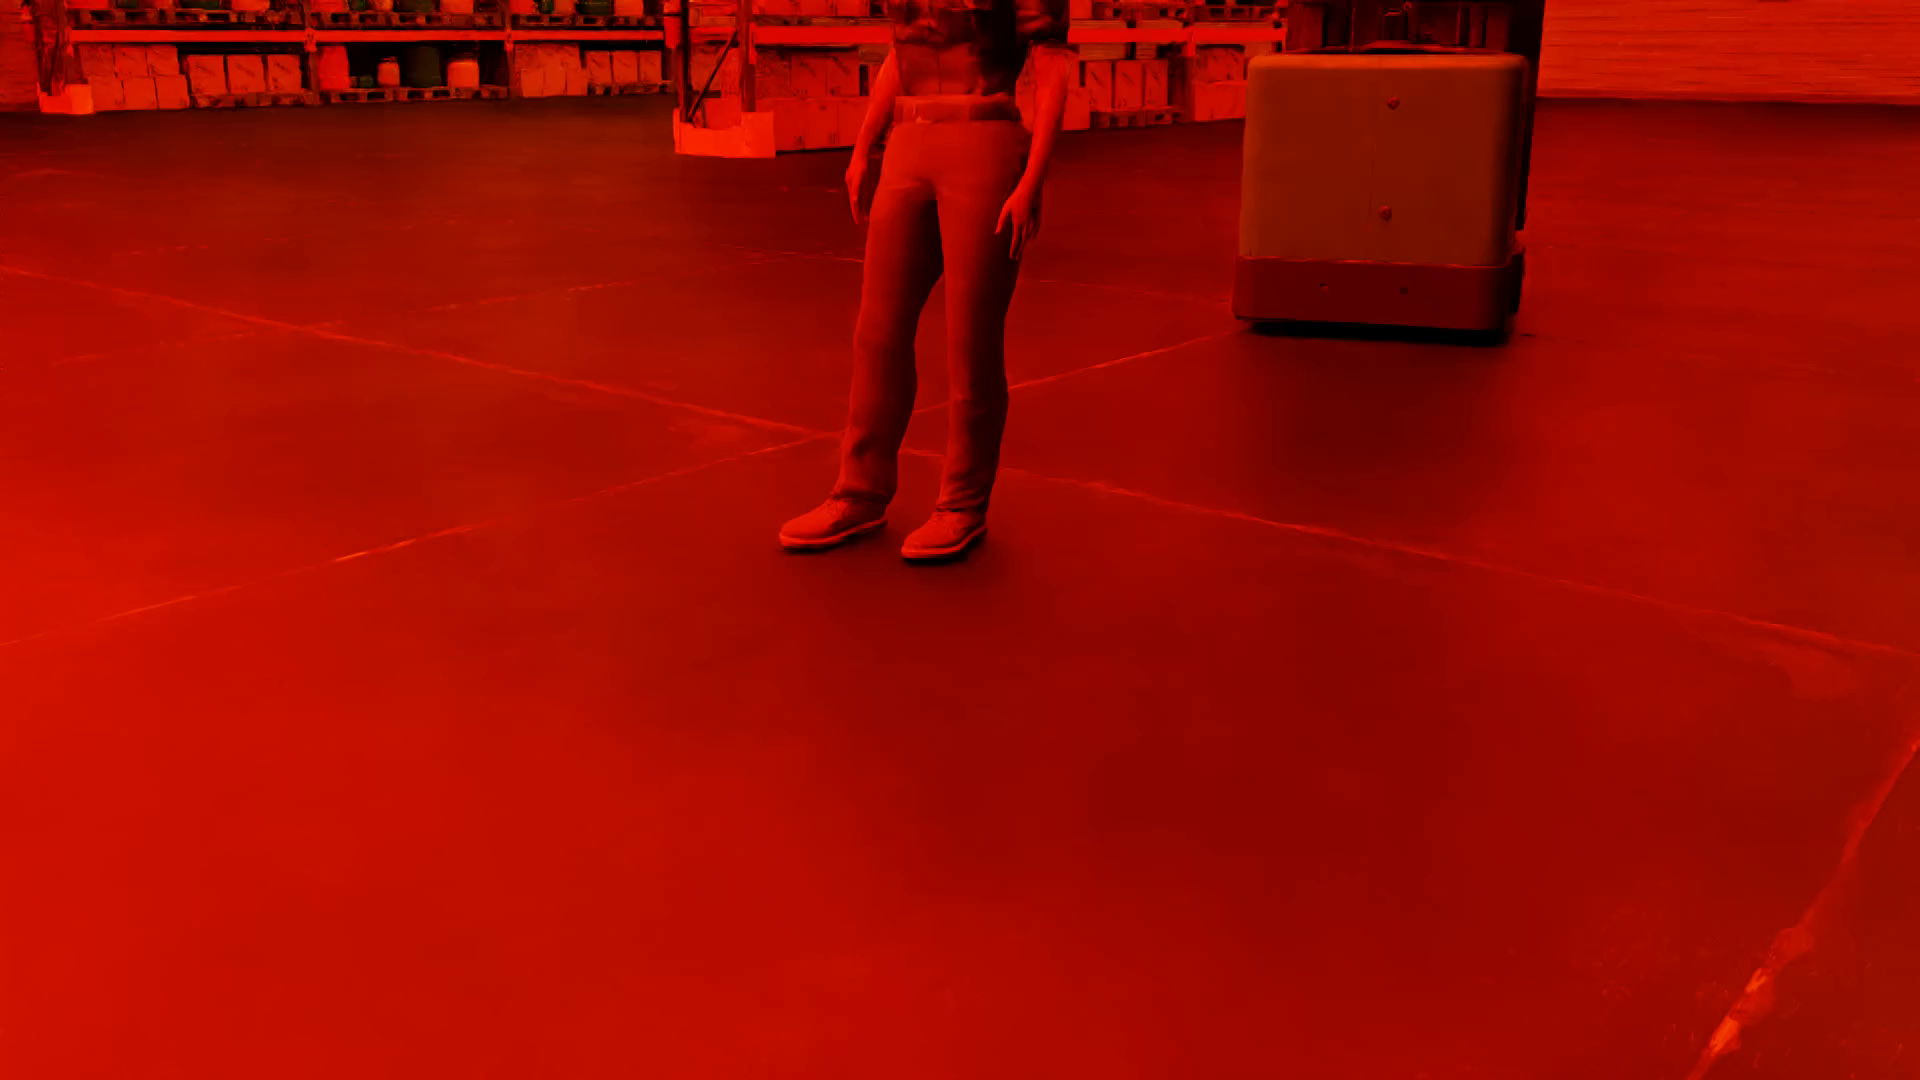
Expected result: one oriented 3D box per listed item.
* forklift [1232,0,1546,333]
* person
[{"bbox_3d":[2.068,-2.591,7.431,1.130,2.935,3.031,6,18,19],"label":"forklift"},{"bbox_3d":[-0.071,-0.782,3.647,0.570,1.654,0.503,13,21,37],"label":"person"}]
